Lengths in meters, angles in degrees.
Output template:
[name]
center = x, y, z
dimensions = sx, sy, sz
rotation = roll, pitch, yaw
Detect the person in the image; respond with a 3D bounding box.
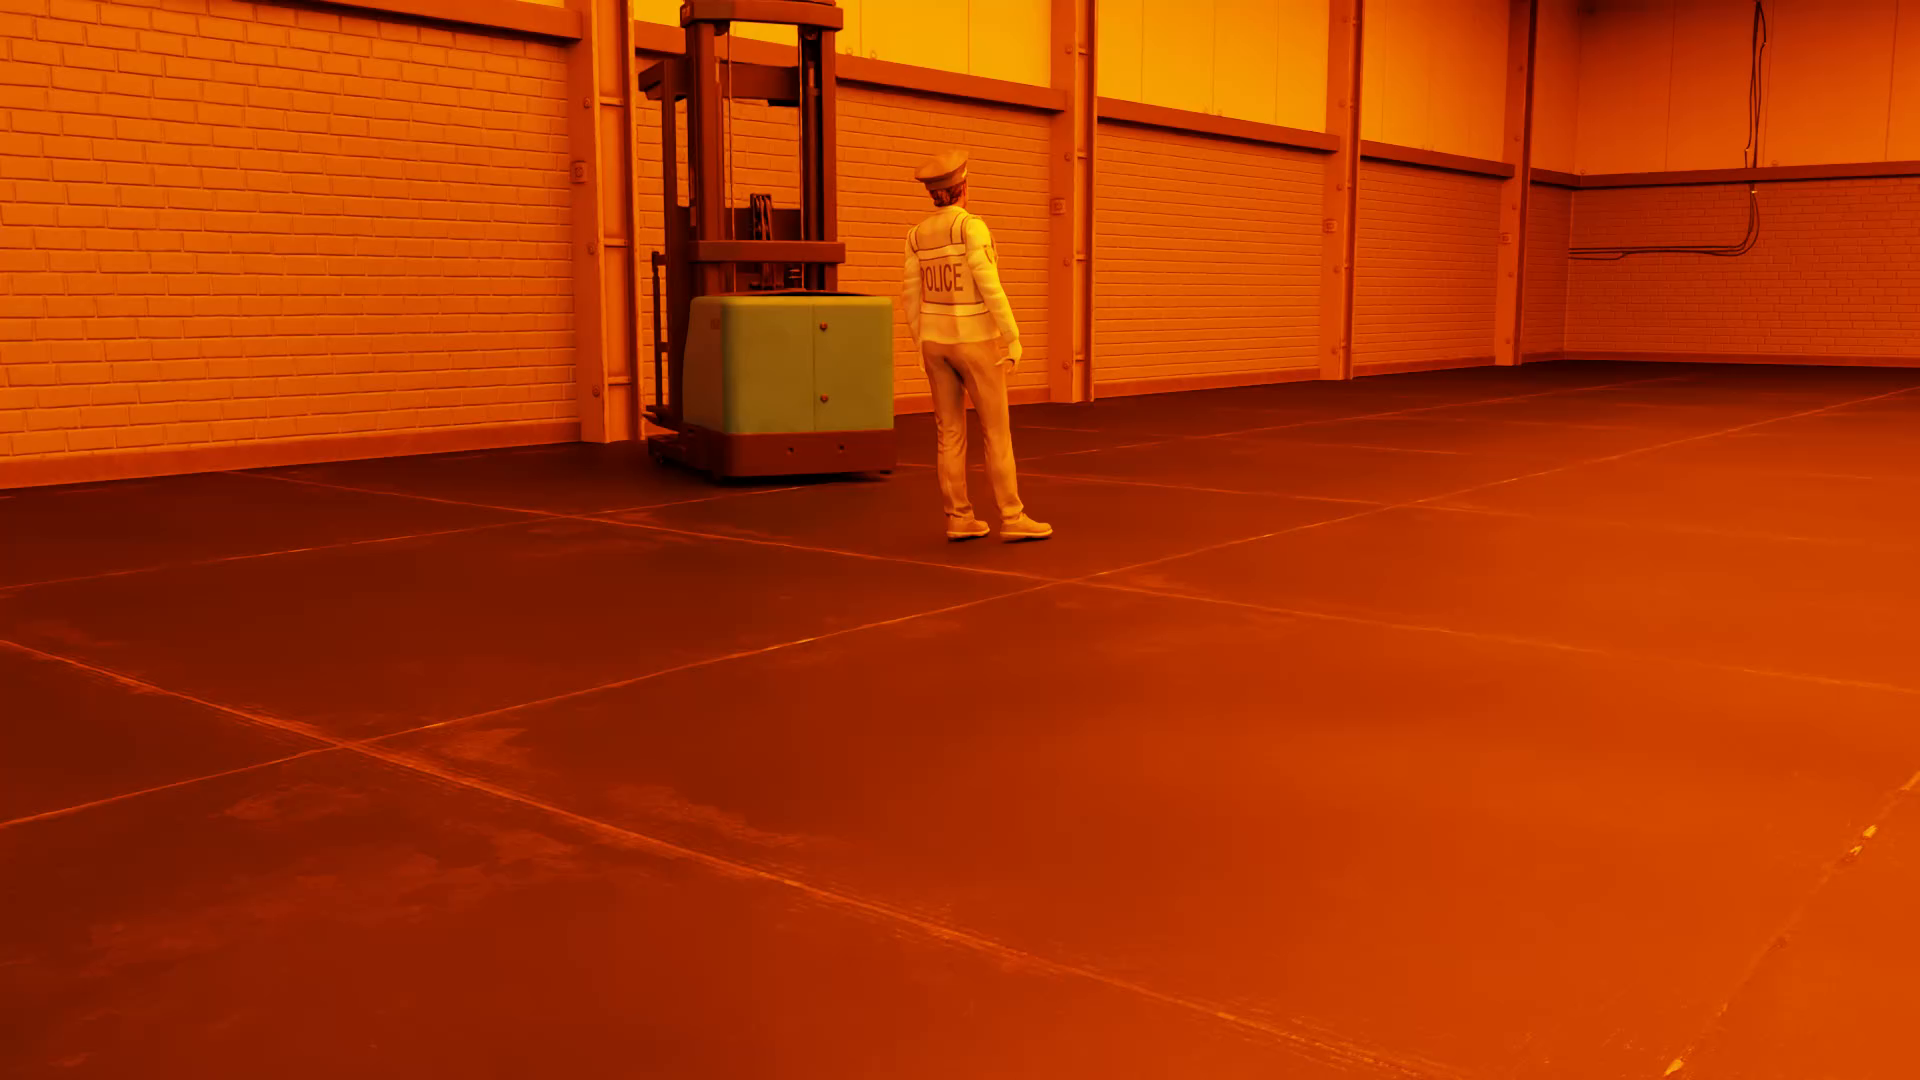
[person]
center = 0.047, -0.853, 7.329
dimensions = 0.587, 1.696, 0.534
rotation = 7, 11, 38

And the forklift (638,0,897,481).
[forklift]
center = -1.408, -1.960, 10.672
dimensions = 1.130, 2.935, 3.031
rotation = -3, 9, -23
